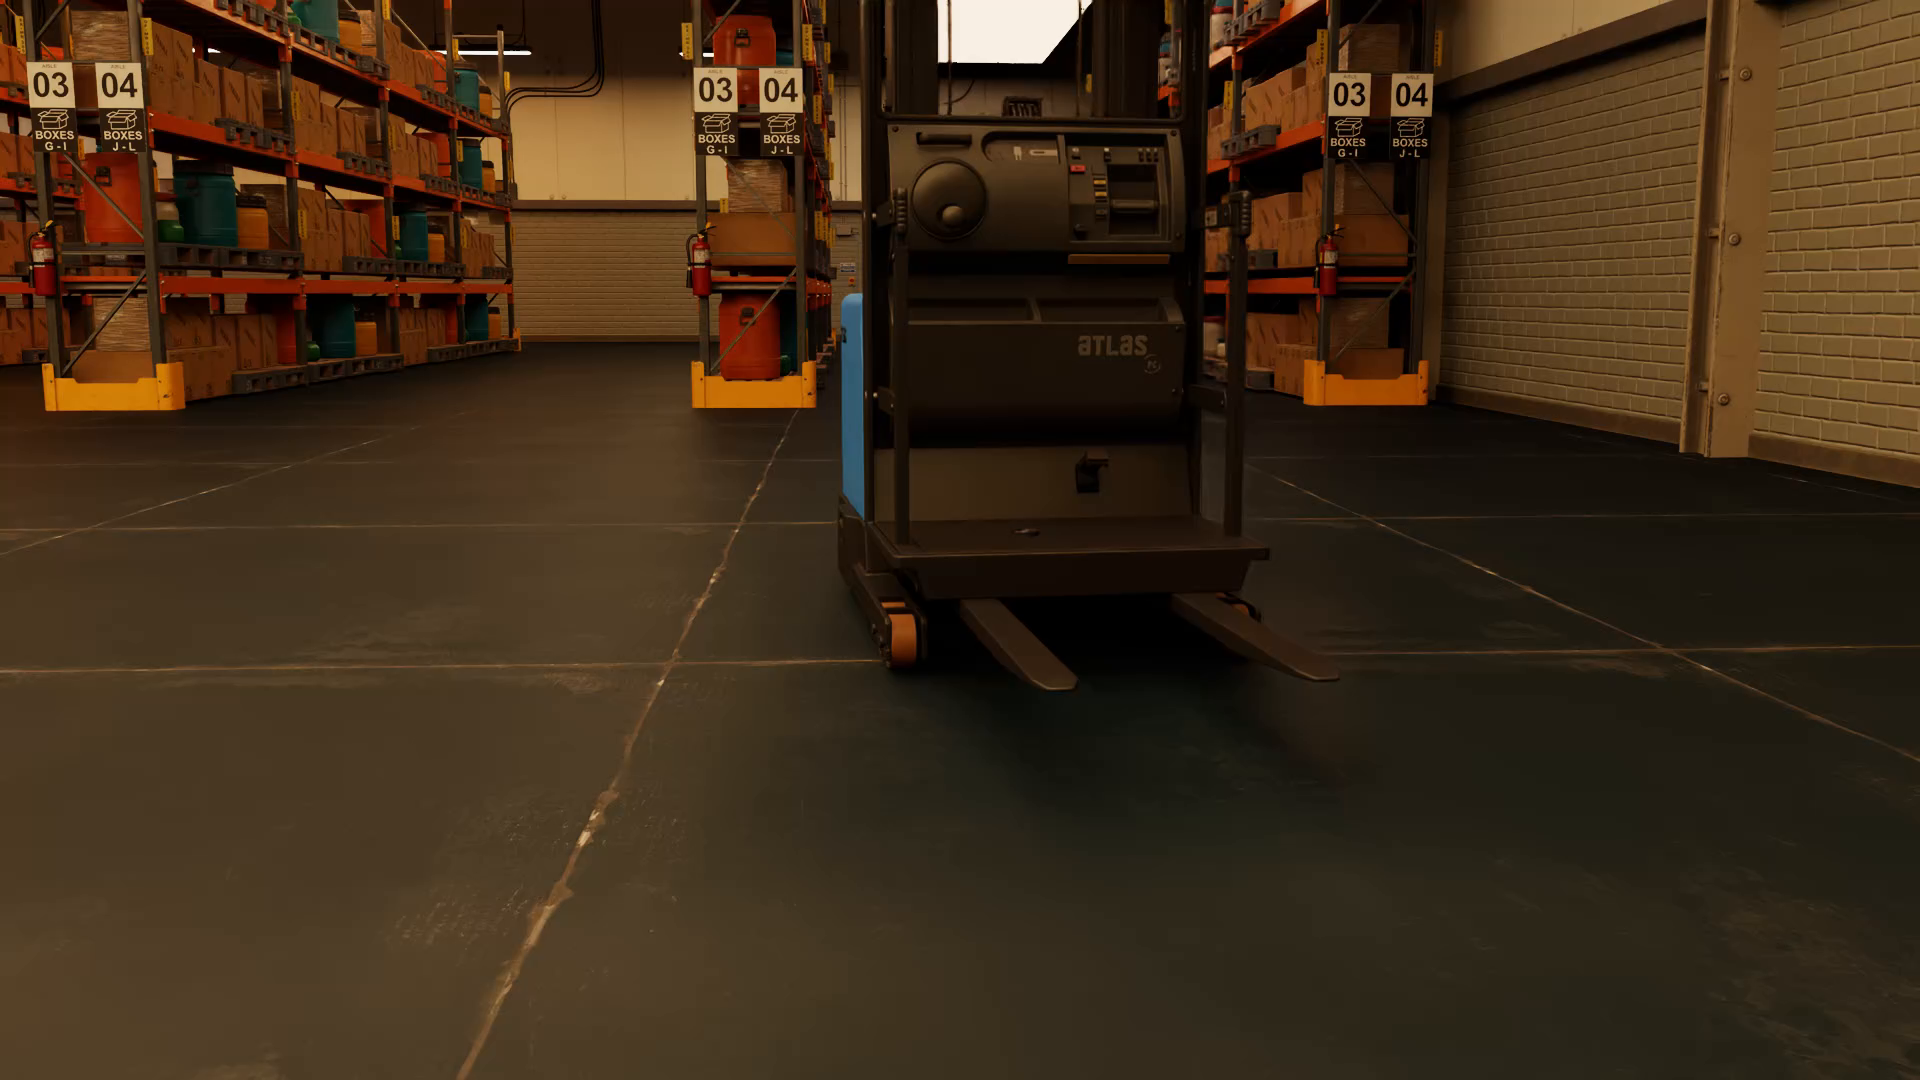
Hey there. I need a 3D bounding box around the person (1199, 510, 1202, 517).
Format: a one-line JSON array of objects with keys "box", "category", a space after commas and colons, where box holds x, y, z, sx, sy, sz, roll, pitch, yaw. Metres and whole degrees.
[{"box": [0.704, -0.754, 6.962, 0.496, 1.543, 0.838, -4, 9, -26], "category": "person"}]

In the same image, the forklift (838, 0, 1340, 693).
[{"box": [0.277, -1.132, 4.953, 1.130, 2.935, 3.031, -1, 9, -9], "category": "forklift"}]
